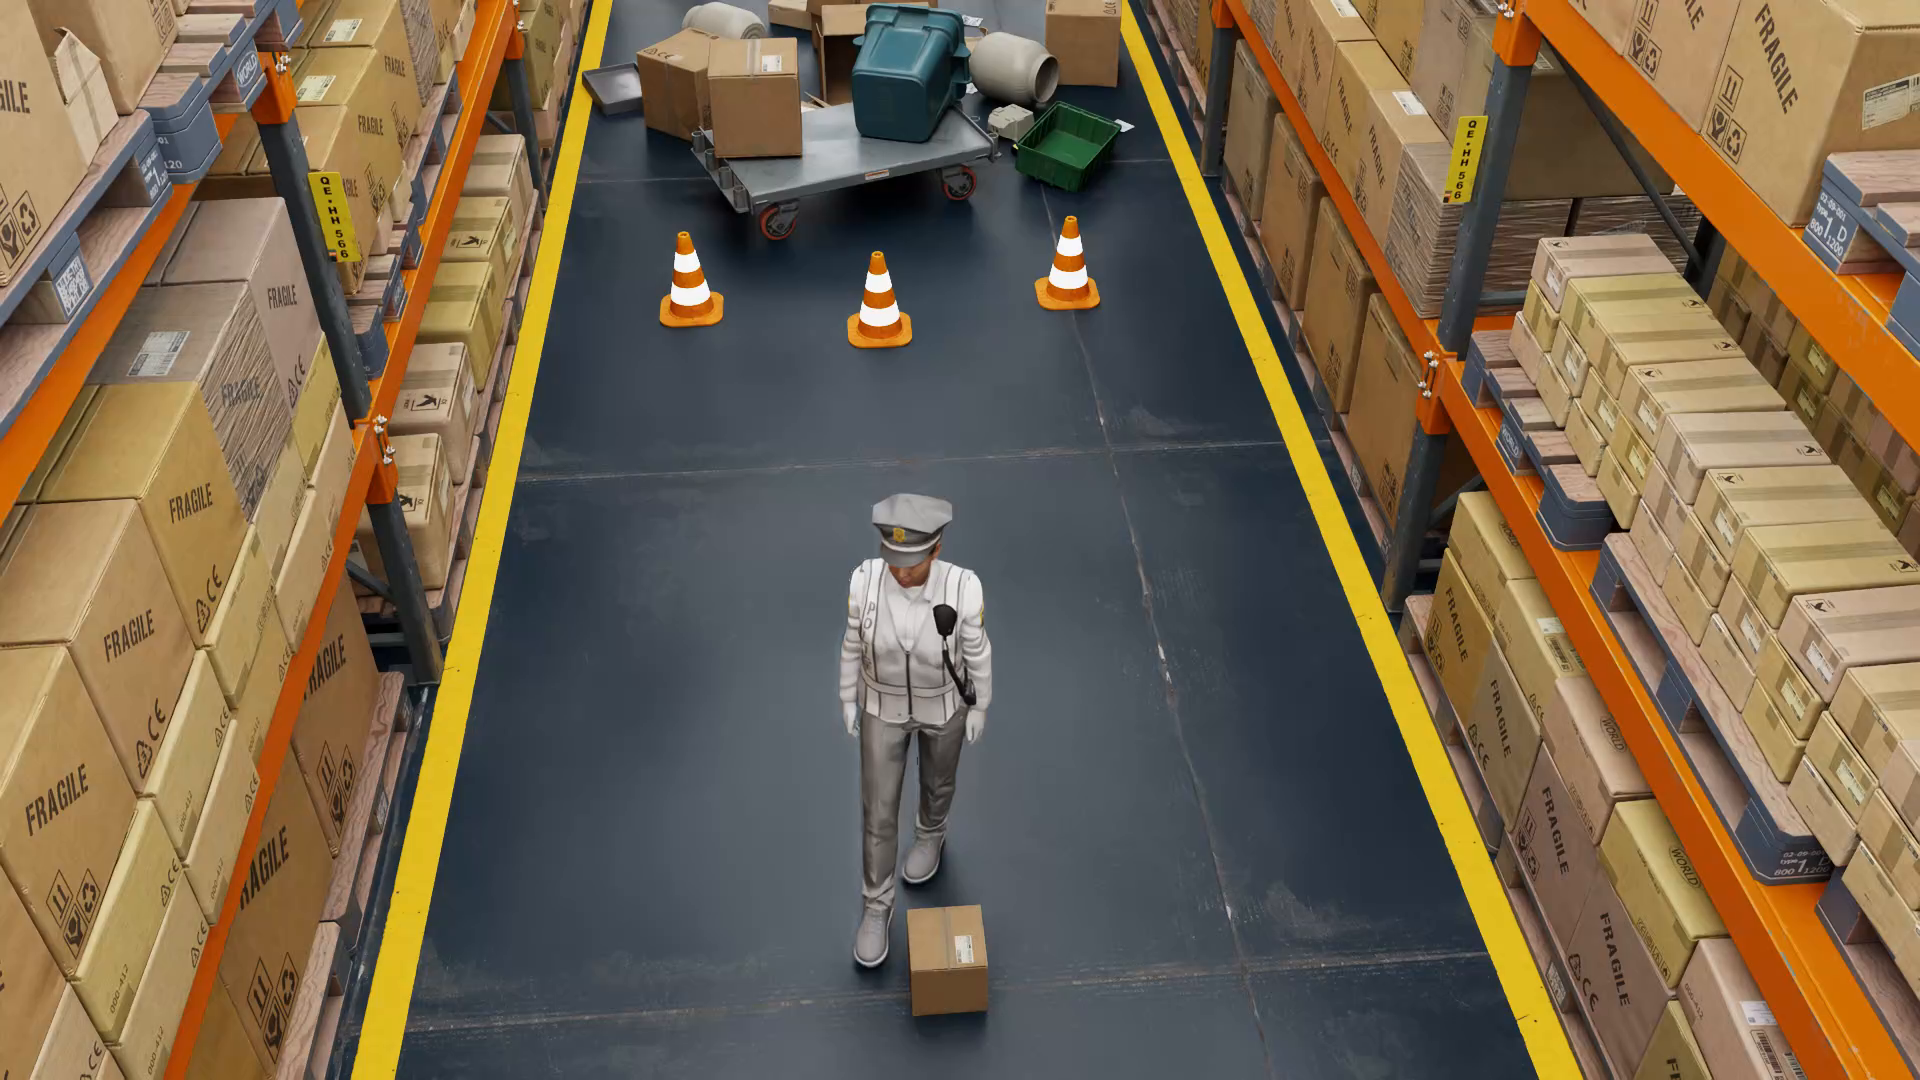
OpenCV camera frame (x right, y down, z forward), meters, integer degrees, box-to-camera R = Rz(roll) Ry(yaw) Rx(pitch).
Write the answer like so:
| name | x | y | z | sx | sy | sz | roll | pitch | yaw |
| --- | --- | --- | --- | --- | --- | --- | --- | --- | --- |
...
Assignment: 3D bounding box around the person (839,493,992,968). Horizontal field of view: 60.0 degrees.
| name | x | y | z | sx | sy | sz | roll | pitch | yaw |
| --- | --- | --- | --- | --- | --- | --- | --- | --- | --- |
| person | -0.157 | 0.628 | 5.365 | 0.506 | 1.667 | 0.673 | 2 | 39 | 3 |
